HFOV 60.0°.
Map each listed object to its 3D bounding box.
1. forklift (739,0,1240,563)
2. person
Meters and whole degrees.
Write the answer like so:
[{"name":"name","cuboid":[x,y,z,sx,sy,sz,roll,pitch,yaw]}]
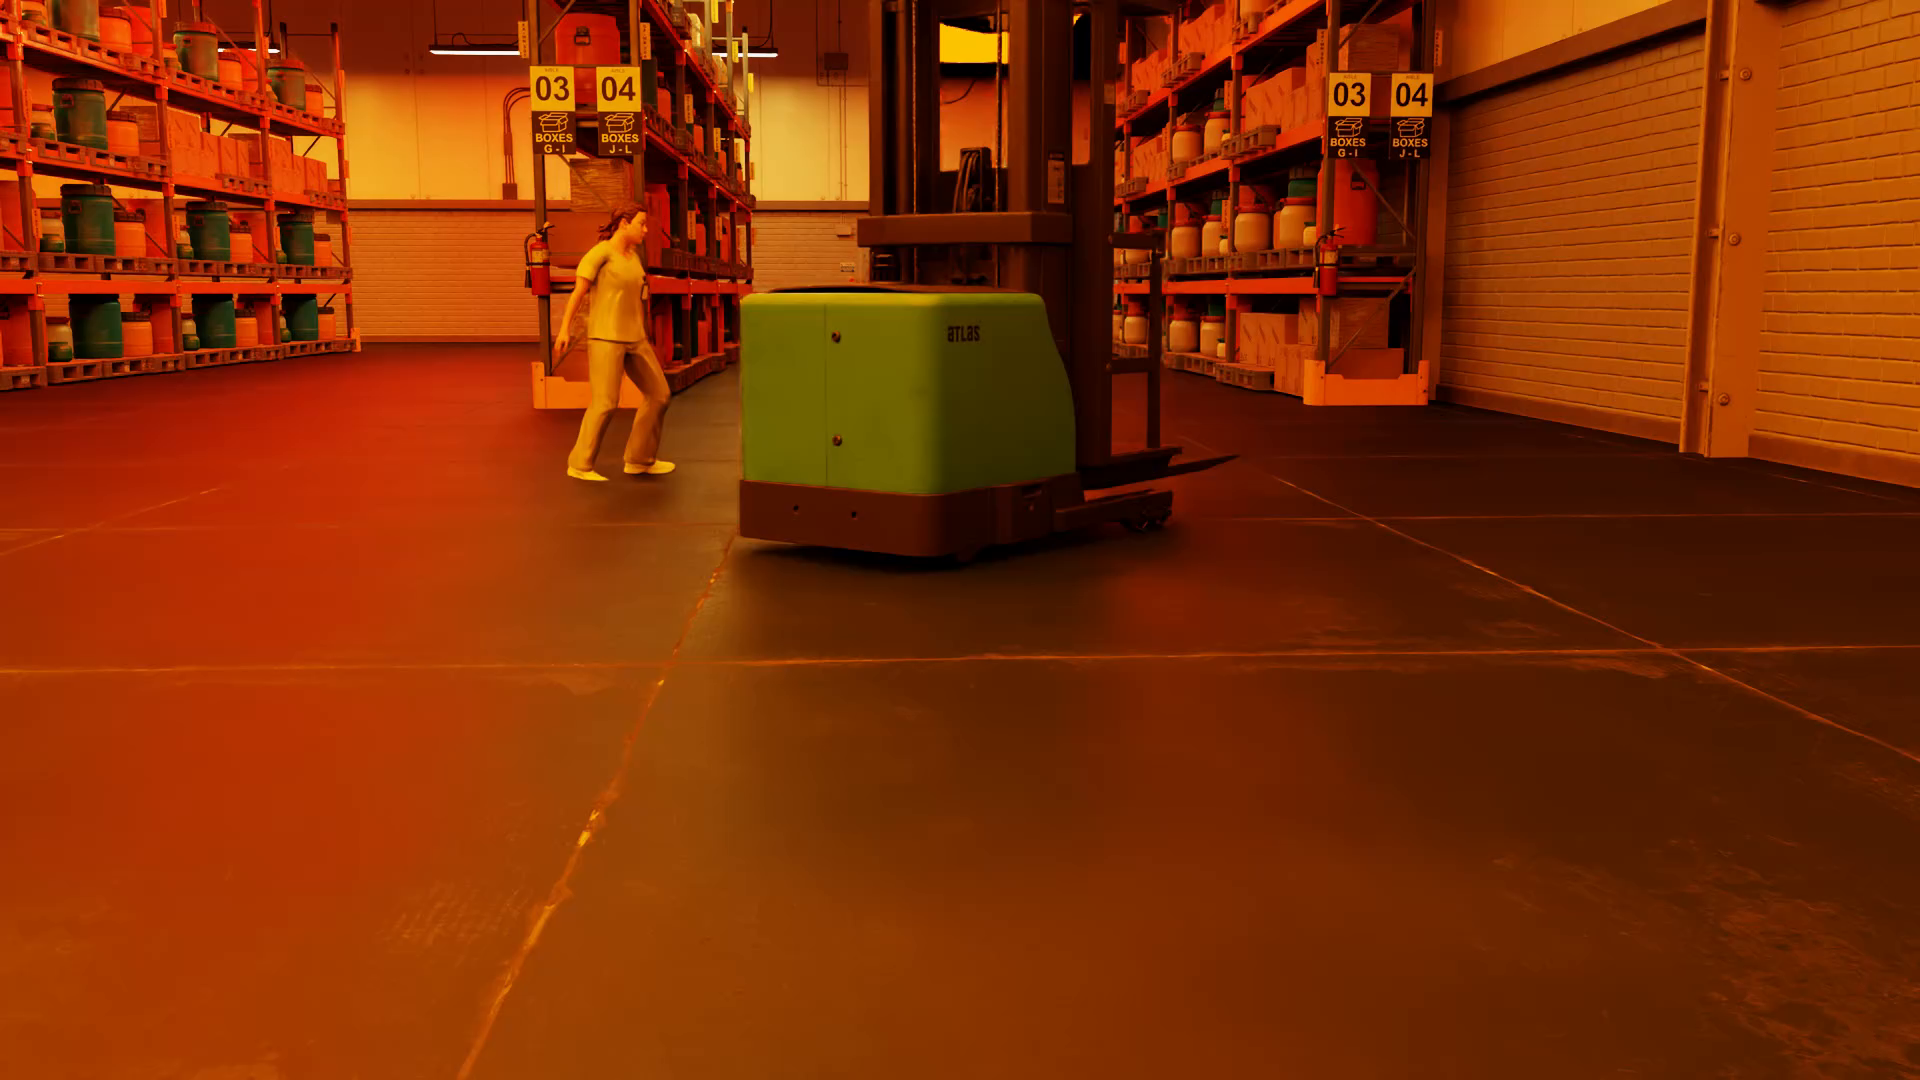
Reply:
[{"name":"forklift","cuboid":[0.343,-1.532,7.650,1.130,2.935,3.031,6,10,35]},{"name":"person","cuboid":[-2.041,-1.147,9.704,0.459,1.651,0.801,6,10,33]}]
